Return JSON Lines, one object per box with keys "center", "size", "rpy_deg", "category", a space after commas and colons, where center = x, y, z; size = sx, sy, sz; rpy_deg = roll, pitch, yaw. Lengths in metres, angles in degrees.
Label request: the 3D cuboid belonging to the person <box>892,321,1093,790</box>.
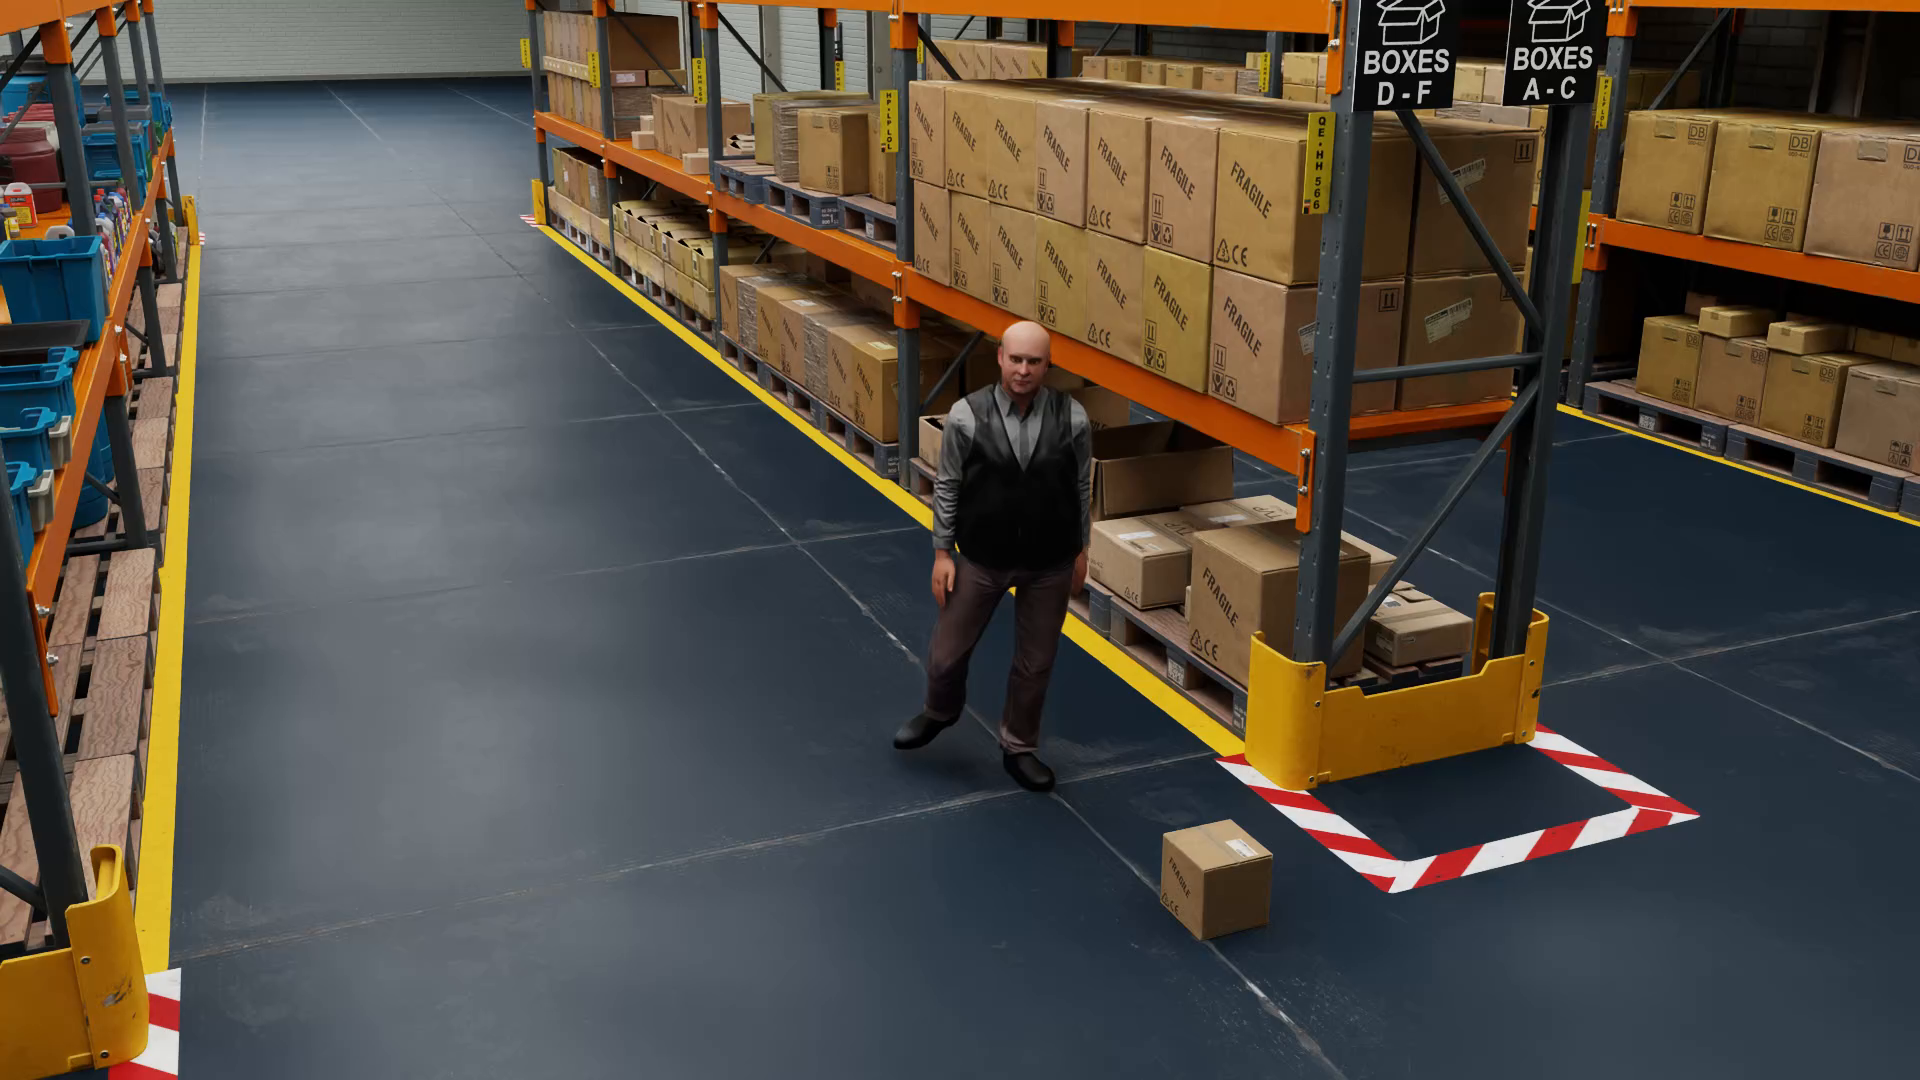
{"center": [0.106, 0.054, 5.915], "size": [0.709, 1.714, 0.520], "rpy_deg": [-1, 19, -3], "category": "person"}
